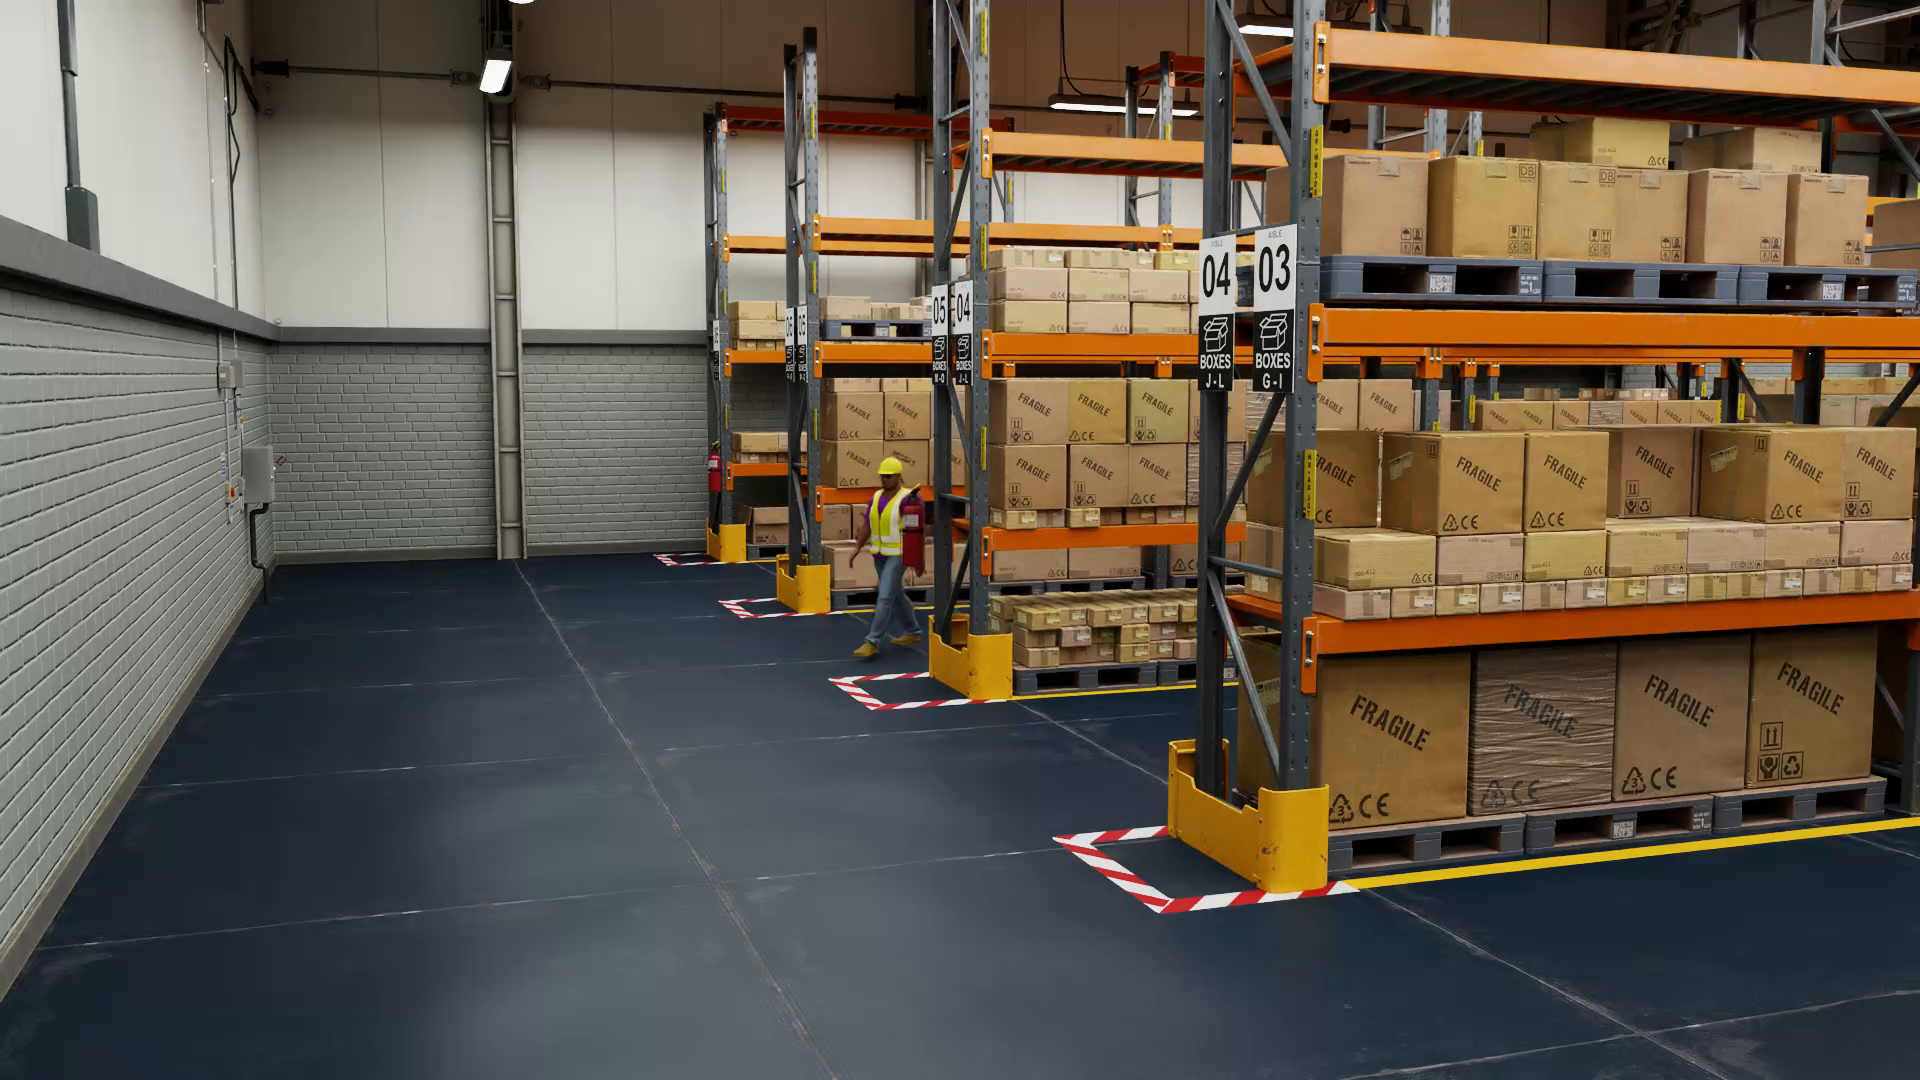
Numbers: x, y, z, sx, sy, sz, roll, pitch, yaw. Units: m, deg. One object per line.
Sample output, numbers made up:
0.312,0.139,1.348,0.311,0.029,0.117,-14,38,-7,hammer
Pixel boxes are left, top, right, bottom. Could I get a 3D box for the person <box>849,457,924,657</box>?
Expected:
-0.668,0.127,14.747,0.958,1.719,0.588,-6,8,-45,person
